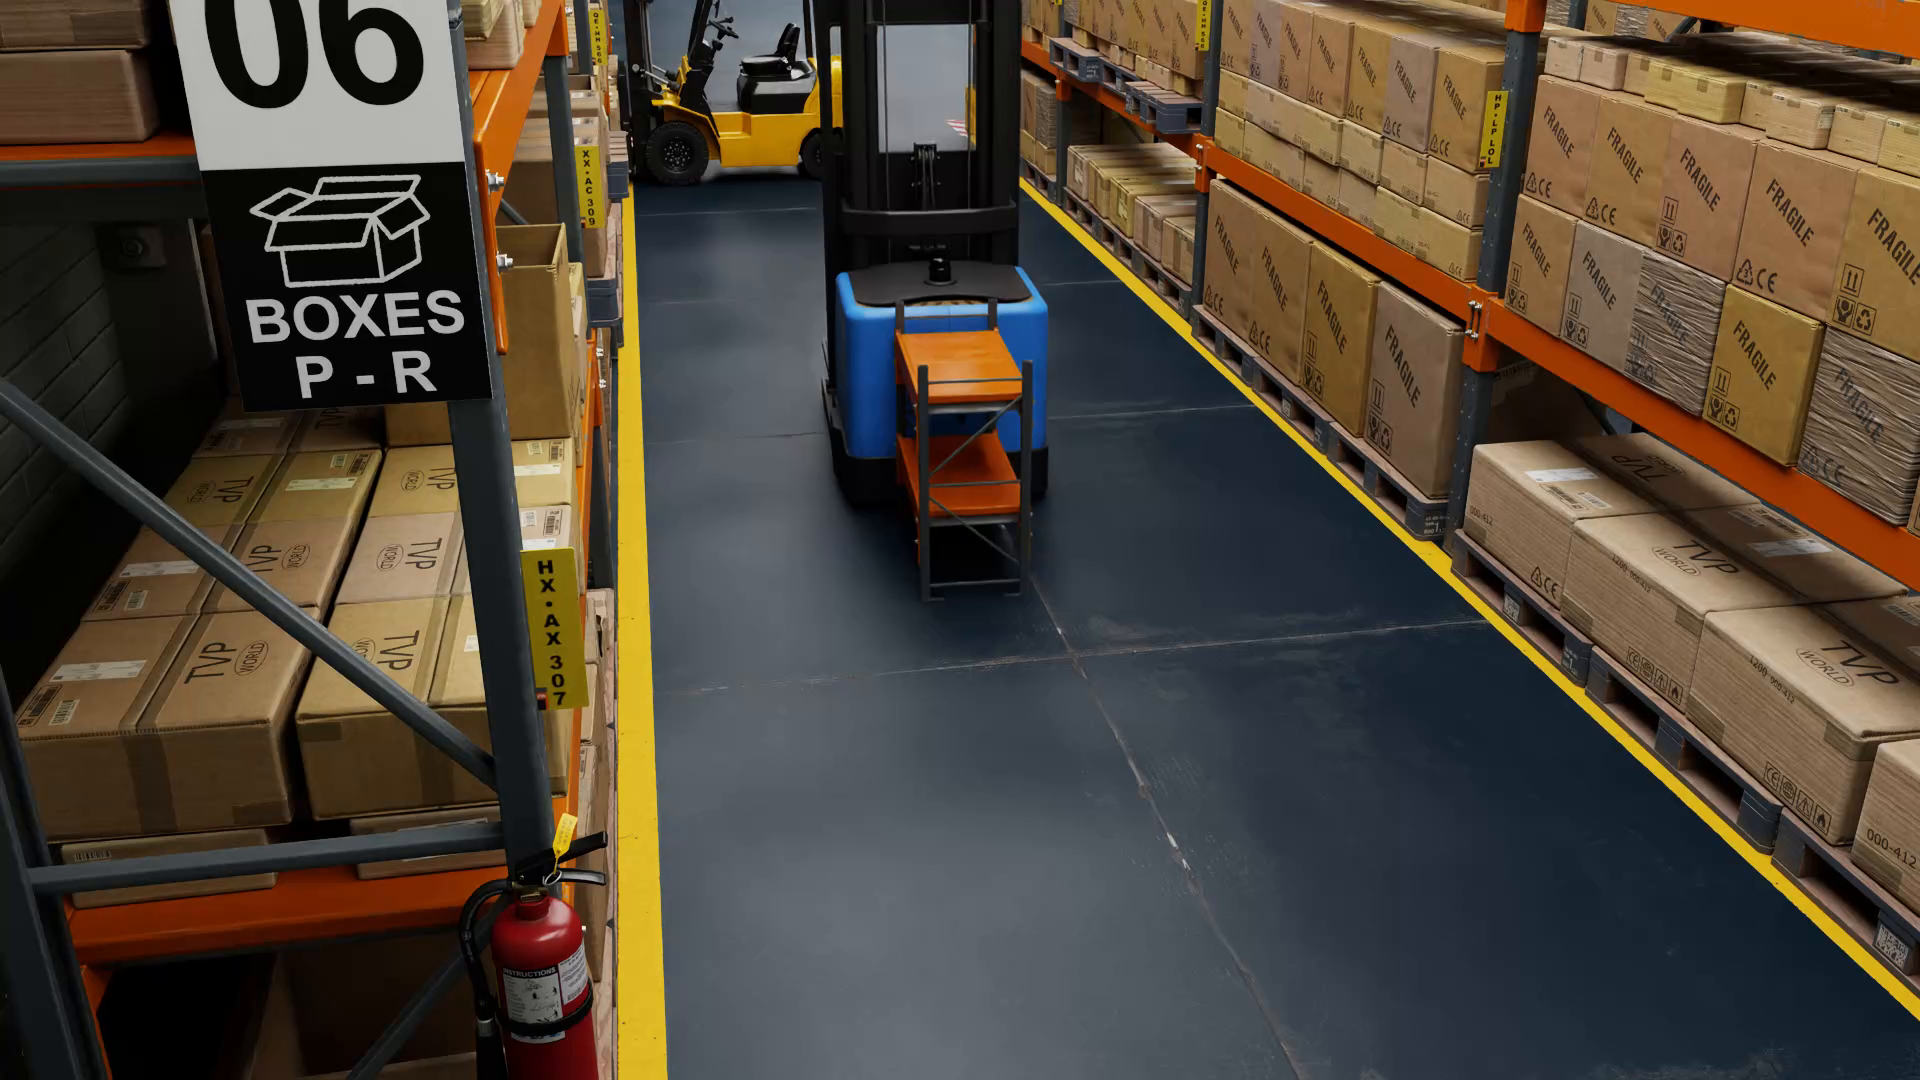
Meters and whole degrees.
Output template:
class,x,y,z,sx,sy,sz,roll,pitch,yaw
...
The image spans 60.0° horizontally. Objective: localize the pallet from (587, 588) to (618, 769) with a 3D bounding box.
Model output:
class,x,y,z,sx,sy,sz,roll,pitch,yaw
pallet,-1.890,0.578,6.664,1.003,0.211,1.213,-4,24,-10

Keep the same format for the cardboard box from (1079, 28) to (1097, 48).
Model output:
class,x,y,z,sx,sy,sz,roll,pitch,yaw
cardboard box,1.212,-4.224,13.962,0.380,0.149,0.250,-4,24,-9

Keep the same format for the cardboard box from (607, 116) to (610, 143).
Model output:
class,x,y,z,sx,sy,sz,roll,pitch,yaw
cardboard box,-2.257,-2.391,9.767,0.380,0.149,0.250,-4,24,-9

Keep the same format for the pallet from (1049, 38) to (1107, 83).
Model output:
class,x,y,z,sx,sy,sz,roll,pitch,yaw
pallet,1.381,-4.087,14.099,1.003,0.211,1.213,-4,24,-10

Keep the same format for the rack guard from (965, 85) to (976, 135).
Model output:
class,x,y,z,sx,sy,sz,roll,pitch,yaw
rack guard,0.657,-4.884,18.808,1.175,0.500,0.348,-4,24,-10

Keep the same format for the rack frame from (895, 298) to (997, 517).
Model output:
class,x,y,z,sx,sy,sz,roll,pitch,yaw
rack frame,-0.066,-0.651,8.336,0.500,1.125,0.032,-3,24,-7

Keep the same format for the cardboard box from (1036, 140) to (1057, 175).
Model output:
class,x,y,z,sx,sy,sz,roll,pitch,yaw
cardboard box,1.009,-3.631,15.727,0.500,0.250,0.500,-3,24,-7

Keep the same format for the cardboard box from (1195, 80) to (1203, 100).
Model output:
class,x,y,z,sx,sy,sz,roll,pitch,yaw
cardboard box,1.830,-3.102,11.393,0.380,0.149,0.250,-3,24,-8

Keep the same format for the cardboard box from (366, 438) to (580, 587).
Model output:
class,x,y,z,sx,sy,sz,roll,pitch,yaw
cardboard box,-1.286,-0.061,4.457,0.500,0.250,0.500,-5,24,-11

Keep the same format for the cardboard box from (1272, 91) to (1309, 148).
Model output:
class,x,y,z,sx,sy,sz,roll,pitch,yaw
cardboard box,2.148,-2.455,9.687,0.500,0.250,0.500,-4,24,-10

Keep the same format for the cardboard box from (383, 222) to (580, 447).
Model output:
class,x,y,z,sx,sy,sz,roll,pitch,yaw
cardboard box,-1.373,-0.597,4.748,0.500,0.500,0.500,-4,24,-8

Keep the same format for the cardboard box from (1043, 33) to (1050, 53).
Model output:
class,x,y,z,sx,sy,sz,roll,pitch,yaw
cardboard box,0.971,-4.572,15.285,0.380,0.149,0.250,-4,24,-9

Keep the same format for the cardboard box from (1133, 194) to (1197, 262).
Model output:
class,x,y,z,sx,sy,sz,roll,pitch,yaw
cardboard box,1.883,-2.414,12.787,0.950,0.372,0.625,-5,24,-11

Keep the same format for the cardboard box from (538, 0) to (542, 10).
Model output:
class,x,y,z,sx,sy,sz,roll,pitch,yaw
cardboard box,-1.345,-1.507,4.519,0.380,0.149,0.250,-4,24,-9

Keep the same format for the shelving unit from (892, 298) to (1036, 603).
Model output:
class,x,y,z,sx,sy,sz,roll,pitch,yaw
shelving unit,0.000,-0.449,7.874,0.538,1.125,1.048,-3,24,-7

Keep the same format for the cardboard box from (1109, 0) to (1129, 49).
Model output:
class,x,y,z,sx,sy,sz,roll,pitch,yaw
cardboard box,1.464,-4.061,12.780,0.500,0.500,0.500,-5,24,-12

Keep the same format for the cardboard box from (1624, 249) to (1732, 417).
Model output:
class,x,y,z,sx,sy,sz,roll,pitch,yaw
cardboard box,2.866,-0.787,6.179,0.500,0.500,0.500,-4,24,-9

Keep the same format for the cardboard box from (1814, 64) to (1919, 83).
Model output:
class,x,y,z,sx,sy,sz,roll,pitch,yaw
cardboard box,3.356,-1.639,6.069,0.380,0.149,0.250,-4,24,-10

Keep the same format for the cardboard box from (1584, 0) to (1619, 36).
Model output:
class,x,y,z,sx,sy,sz,roll,pitch,yaw
cardboard box,6.061,-4.711,15.164,0.500,0.500,0.500,-4,24,-9

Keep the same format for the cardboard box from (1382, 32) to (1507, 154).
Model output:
class,x,y,z,sx,sy,sz,roll,pitch,yaw
cardboard box,2.429,-2.204,8.173,0.500,0.500,0.500,-4,24,-9

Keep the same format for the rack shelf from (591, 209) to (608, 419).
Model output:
class,x,y,z,sx,sy,sz,roll,pitch,yaw
rack shelf,-2.386,-1.428,8.670,1.077,0.370,4.000,-4,24,-10

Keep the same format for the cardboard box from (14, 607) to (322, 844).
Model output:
class,x,y,z,sx,sy,sz,roll,pitch,yaw
cardboard box,-1.622,0.374,3.462,0.500,0.250,0.500,-4,24,-8

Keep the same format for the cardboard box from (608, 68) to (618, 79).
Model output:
class,x,y,z,sx,sy,sz,roll,pitch,yaw
cardboard box,-3.640,-4.525,16.524,0.500,0.250,0.500,-4,24,-9

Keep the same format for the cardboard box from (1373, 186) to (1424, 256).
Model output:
class,x,y,z,sx,sy,sz,roll,pitch,yaw
cardboard box,2.438,-1.629,8.419,0.500,0.250,0.500,-5,24,-10

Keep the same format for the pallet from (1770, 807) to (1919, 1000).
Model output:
class,x,y,z,sx,sy,sz,roll,pitch,yaw
pallet,3.377,1.203,5.232,1.003,0.211,1.213,-4,24,-10

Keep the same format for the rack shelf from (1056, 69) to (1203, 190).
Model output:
class,x,y,z,sx,sy,sz,roll,pitch,yaw
rack shelf,1.752,-3.370,13.117,1.077,0.370,4.000,-4,24,-10

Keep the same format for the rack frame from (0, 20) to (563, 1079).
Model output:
class,x,y,z,sx,sy,sz,roll,pitch,yaw
rack frame,-1.276,0.603,3.122,1.000,3.000,0.127,-4,24,-10

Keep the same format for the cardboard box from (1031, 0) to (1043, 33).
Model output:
class,x,y,z,sx,sy,sz,roll,pitch,yaw
cardboard box,0.954,-5.027,15.515,0.500,0.500,0.500,-4,24,-8

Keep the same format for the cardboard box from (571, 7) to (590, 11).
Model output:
class,x,y,z,sx,sy,sz,roll,pitch,yaw
cardboard box,-2.989,-3.941,12.590,0.380,0.149,0.250,-5,24,-11

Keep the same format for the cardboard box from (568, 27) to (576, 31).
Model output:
class,x,y,z,sx,sy,sz,roll,pitch,yaw
cardboard box,-2.785,-3.437,11.436,0.380,0.149,0.250,-4,24,-9

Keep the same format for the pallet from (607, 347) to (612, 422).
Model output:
class,x,y,z,sx,sy,sz,roll,pitch,yaw
pallet,-2.654,-0.970,10.206,1.003,0.211,1.213,-4,24,-10

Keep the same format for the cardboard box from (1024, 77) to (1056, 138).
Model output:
class,x,y,z,sx,sy,sz,roll,pitch,yaw
cardboard box,0.913,-4.175,16.035,0.500,0.500,0.500,-4,24,-9

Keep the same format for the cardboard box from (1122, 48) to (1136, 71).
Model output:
class,x,y,z,sx,sy,sz,roll,pitch,yaw
cardboard box,1.466,-3.705,12.775,0.380,0.149,0.250,-5,24,-11

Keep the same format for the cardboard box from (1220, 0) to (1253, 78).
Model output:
class,x,y,z,sx,sy,sz,roll,pitch,yaw
cardboard box,1.973,-3.205,10.466,0.500,0.500,0.500,-5,24,-12

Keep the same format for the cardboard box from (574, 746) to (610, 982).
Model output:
class,x,y,z,sx,sy,sz,roll,pitch,yaw
cardboard box,-1.416,0.969,4.882,0.700,0.500,0.500,-3,24,-8

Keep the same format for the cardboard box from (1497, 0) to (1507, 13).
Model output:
class,x,y,z,sx,sy,sz,roll,pitch,yaw
cardboard box,6.040,-5.541,17.002,0.875,0.550,0.550,-4,24,-10

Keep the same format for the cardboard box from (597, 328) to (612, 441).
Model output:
class,x,y,z,sx,sy,sz,roll,pitch,yaw
cardboard box,-2.170,-0.834,9.011,0.500,0.500,0.500,-5,24,-12

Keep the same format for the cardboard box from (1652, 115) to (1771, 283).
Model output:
class,x,y,z,sx,sy,sz,roll,pitch,yaw
cardboard box,2.883,-1.237,5.960,0.500,0.500,0.500,-4,24,-9

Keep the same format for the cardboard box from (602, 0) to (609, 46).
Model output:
class,x,y,z,sx,sy,sz,roll,pitch,yaw
cardboard box,-3.600,-4.959,15.732,0.500,0.500,0.500,-4,24,-9

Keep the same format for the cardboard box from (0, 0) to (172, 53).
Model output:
class,x,y,z,sx,sy,sz,roll,pitch,yaw
cardboard box,-1.626,-0.994,2.847,0.500,0.250,0.500,-5,24,-11

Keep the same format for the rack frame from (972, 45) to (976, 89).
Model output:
class,x,y,z,sx,sy,sz,roll,pitch,yaw
rack frame,0.643,-6.059,18.376,1.000,3.000,0.127,-4,24,-10

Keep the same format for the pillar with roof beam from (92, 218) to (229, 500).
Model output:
class,x,y,z,sx,sy,sz,roll,pitch,yaw
pillar with roof beam,1.458,-3.698,5.473,9.100,9.000,0.400,-4,24,-10

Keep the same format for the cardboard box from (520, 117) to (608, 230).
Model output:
class,x,y,z,sx,sy,sz,roll,pitch,yaw
cardboard box,-1.981,-1.619,7.560,0.700,0.500,0.500,-4,24,-9

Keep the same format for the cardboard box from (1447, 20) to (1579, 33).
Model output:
class,x,y,z,sx,sy,sz,roll,pitch,yaw
cardboard box,2.851,-2.433,8.699,0.500,0.500,0.500,-5,24,-11

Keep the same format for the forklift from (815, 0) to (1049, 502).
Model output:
class,x,y,z,sx,sy,sz,roll,pitch,yaw
forklift,-0.248,-2.093,9.380,1.130,2.935,3.031,-3,24,-7

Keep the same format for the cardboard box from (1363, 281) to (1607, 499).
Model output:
class,x,y,z,sx,sy,sz,roll,pitch,yaw
cardboard box,2.668,-0.796,8.455,0.875,0.875,0.875,-4,24,-8

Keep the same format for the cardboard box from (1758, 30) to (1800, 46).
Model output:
class,x,y,z,sx,sy,sz,roll,pitch,yaw
cardboard box,6.530,-3.718,12.891,0.500,0.500,0.500,-4,24,-10

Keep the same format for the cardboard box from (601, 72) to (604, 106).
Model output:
class,x,y,z,sx,sy,sz,roll,pitch,yaw
cardboard box,-2.882,-3.272,12.182,0.500,0.250,0.500,-4,24,-8

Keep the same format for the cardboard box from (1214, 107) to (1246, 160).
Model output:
class,x,y,z,sx,sy,sz,roll,pitch,yaw
cardboard box,1.965,-2.633,10.718,0.500,0.250,0.500,-5,24,-11

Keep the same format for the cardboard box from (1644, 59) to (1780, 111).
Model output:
class,x,y,z,sx,sy,sz,roll,pitch,yaw
cardboard box,2.803,-1.698,6.205,0.380,0.149,0.250,-4,24,-10

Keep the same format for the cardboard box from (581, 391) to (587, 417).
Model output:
class,x,y,z,sx,sy,sz,roll,pitch,yaw
cardboard box,-1.567,-0.547,6.070,0.380,0.149,0.250,-4,24,-8

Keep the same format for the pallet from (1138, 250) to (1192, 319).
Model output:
class,x,y,z,sx,sy,sz,roll,pitch,yaw
pallet,1.979,-1.942,12.434,1.003,0.211,1.213,-4,24,-10

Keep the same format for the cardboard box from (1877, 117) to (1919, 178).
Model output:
class,x,y,z,sx,sy,sz,roll,pitch,yaw
cardboard box,3.048,-1.192,5.046,0.380,0.149,0.250,-4,24,-8

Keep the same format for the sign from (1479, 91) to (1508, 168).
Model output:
class,x,y,z,sx,sy,sz,roll,pitch,yaw
sign,2.330,-1.790,7.252,0.100,0.325,0.005,-4,24,-10
